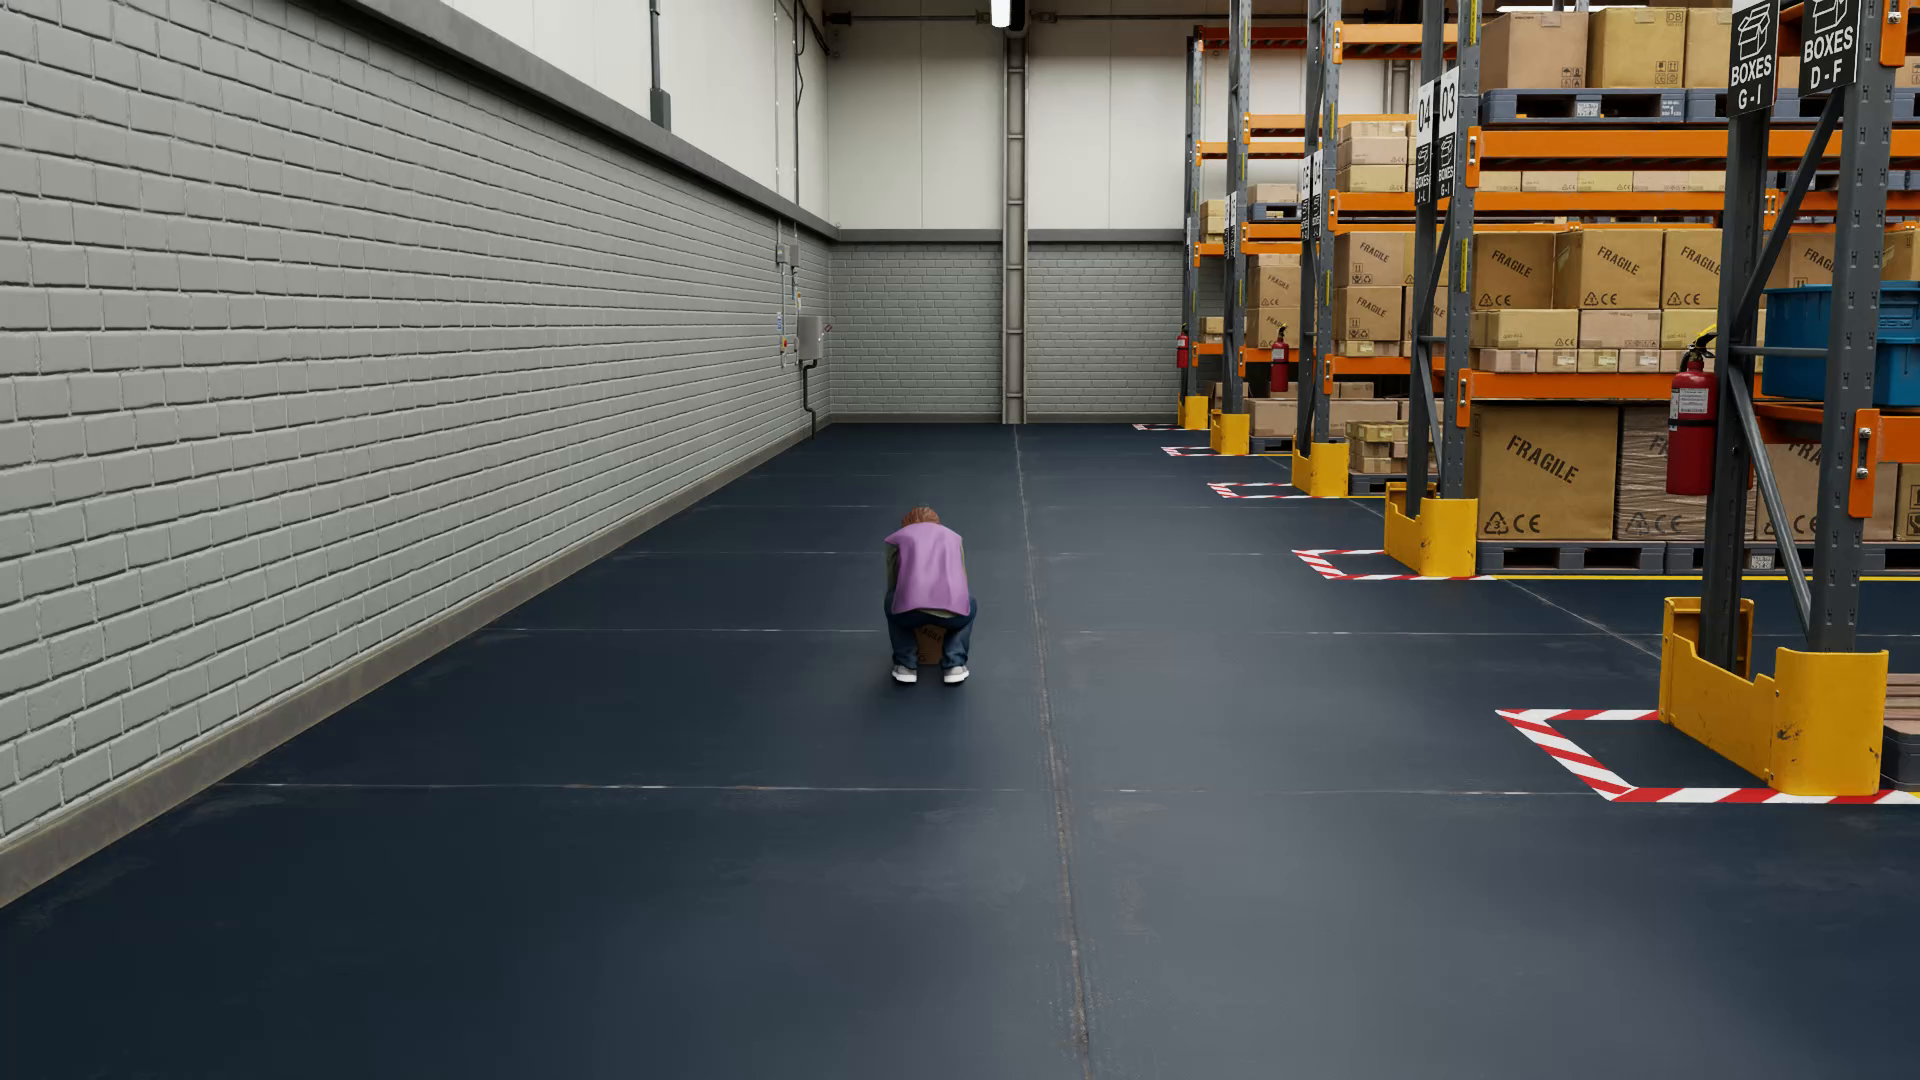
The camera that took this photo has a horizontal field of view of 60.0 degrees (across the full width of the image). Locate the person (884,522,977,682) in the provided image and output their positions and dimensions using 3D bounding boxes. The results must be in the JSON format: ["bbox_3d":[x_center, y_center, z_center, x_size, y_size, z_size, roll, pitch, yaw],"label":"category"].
[{"bbox_3d":[-0.141,0.287,7.607,0.437,0.701,0.684,0,7,1],"label":"person"}]
